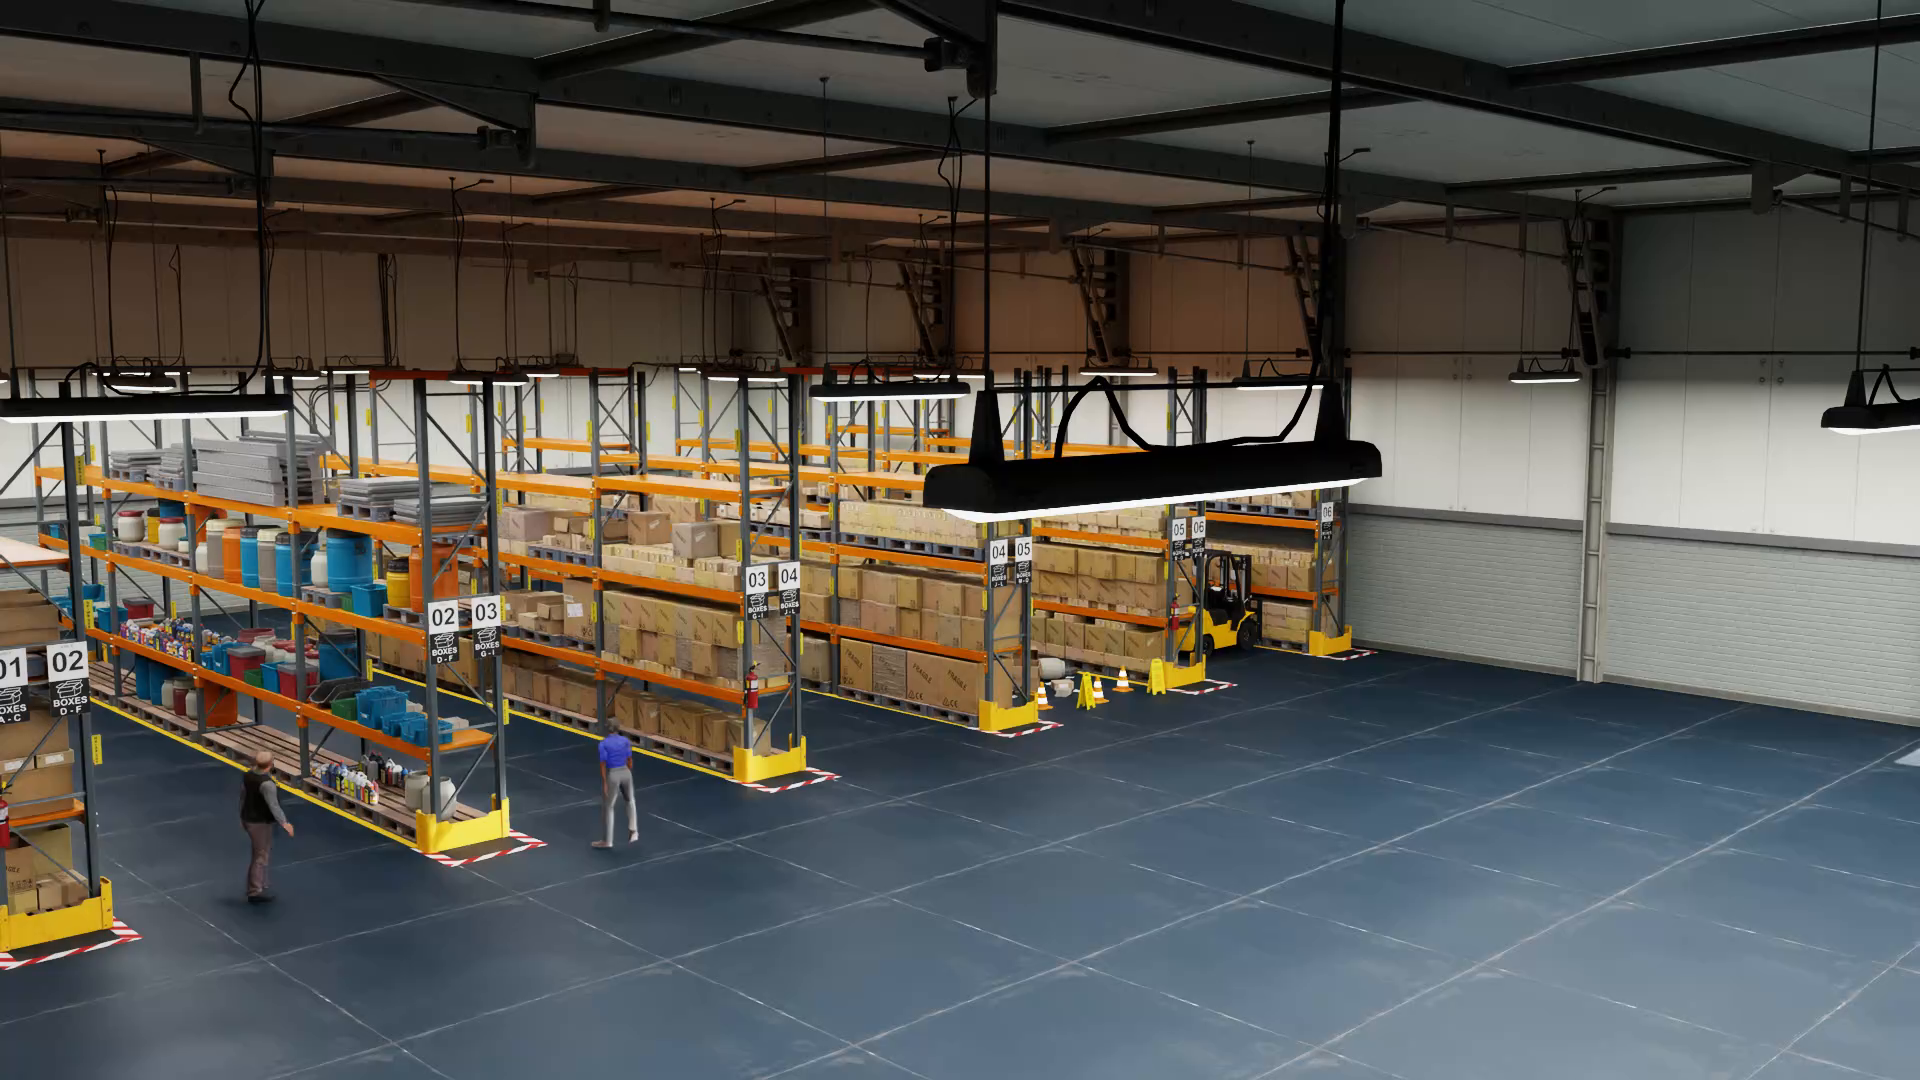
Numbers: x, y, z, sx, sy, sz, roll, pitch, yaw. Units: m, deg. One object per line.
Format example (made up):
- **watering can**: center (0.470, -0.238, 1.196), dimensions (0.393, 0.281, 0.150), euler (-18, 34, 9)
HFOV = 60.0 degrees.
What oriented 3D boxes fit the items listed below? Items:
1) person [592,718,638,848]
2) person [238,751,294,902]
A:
- **person**: center (-4.423, 3.095, 21.294), dimensions (0.598, 1.660, 0.371), euler (-3, 7, -28)
- **person**: center (-8.125, 3.314, 19.383), dimensions (0.536, 1.741, 0.648), euler (-6, 9, -42)
